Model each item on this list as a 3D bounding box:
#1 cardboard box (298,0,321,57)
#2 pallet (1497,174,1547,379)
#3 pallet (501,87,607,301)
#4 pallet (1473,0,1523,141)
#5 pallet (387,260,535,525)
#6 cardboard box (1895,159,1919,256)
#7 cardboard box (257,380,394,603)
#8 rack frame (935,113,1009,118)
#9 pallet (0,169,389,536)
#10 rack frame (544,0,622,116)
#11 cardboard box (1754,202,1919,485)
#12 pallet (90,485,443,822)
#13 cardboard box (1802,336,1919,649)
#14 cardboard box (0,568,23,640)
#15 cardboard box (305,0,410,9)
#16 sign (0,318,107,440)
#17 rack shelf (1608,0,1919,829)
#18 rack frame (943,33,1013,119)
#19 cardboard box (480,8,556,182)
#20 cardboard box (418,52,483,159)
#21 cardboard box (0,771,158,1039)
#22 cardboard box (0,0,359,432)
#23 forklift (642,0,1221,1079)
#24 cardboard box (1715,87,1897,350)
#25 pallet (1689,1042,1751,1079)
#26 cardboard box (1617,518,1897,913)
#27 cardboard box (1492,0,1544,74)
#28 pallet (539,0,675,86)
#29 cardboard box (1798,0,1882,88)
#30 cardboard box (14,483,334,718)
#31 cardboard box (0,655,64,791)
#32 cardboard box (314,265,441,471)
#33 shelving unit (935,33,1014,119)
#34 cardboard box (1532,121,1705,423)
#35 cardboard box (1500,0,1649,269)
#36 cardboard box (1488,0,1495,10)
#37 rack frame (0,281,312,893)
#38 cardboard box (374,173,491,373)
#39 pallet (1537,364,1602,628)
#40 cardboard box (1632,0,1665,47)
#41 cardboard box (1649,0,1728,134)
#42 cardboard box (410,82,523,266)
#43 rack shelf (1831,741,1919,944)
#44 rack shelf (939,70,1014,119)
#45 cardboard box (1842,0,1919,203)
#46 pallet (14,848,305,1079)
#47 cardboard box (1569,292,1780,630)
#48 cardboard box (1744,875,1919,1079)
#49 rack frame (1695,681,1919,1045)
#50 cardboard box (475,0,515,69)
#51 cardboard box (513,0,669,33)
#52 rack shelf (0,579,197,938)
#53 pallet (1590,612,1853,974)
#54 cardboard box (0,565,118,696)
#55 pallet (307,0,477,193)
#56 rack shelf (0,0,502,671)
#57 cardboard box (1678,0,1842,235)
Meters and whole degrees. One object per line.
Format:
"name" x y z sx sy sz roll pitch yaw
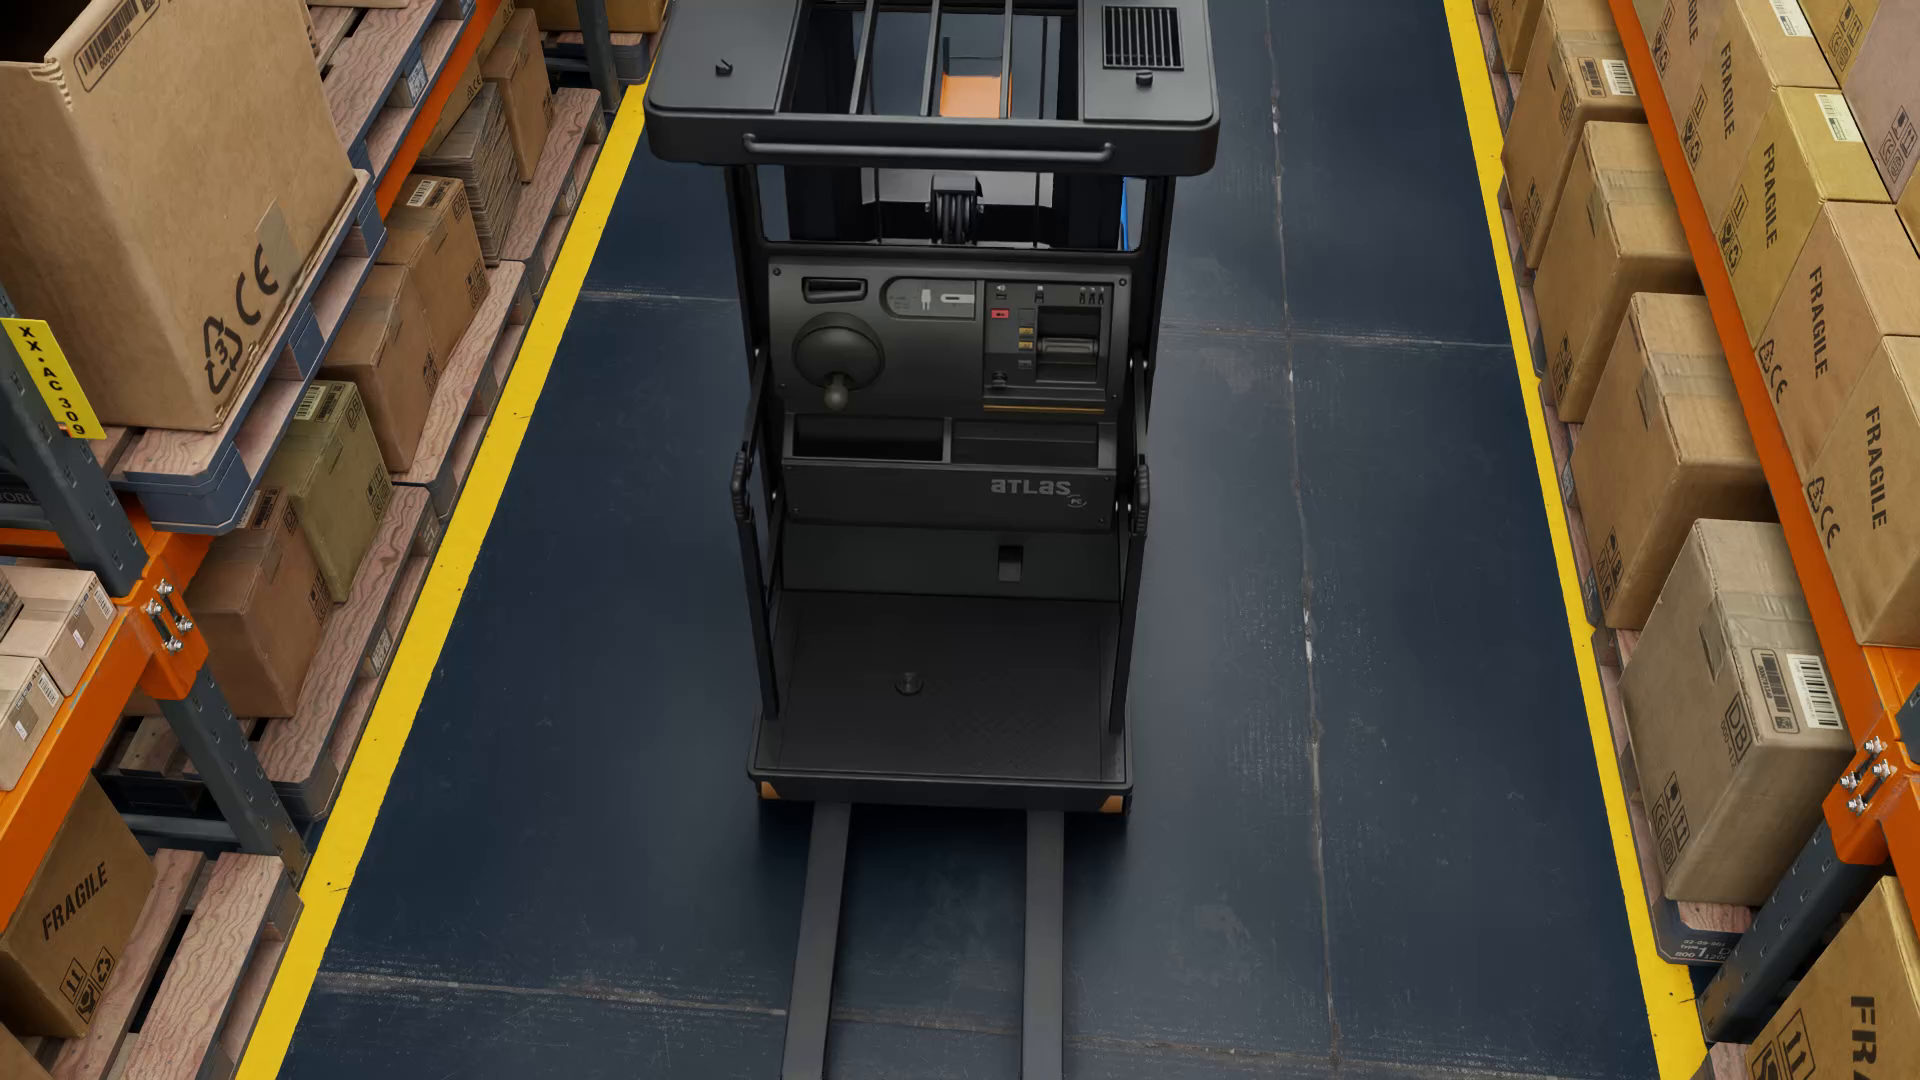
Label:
"cardboard box" -2.345 -1.524 4.757 0.797 0.503 0.637 8 48 8
"pallet" 2.736 -1.084 6.598 1.003 0.211 1.213 4 48 4
"pallet" -2.119 -1.492 6.971 1.003 0.211 1.213 4 48 4
"pallet" 2.956 -2.232 7.649 1.003 0.211 1.213 4 48 4
"pallet" -2.233 -0.598 6.154 1.003 0.211 1.213 4 48 4
"cardboard box" 2.603 -0.774 3.680 0.700 0.500 0.500 3 48 3
"cardboard box" -2.272 -0.171 5.270 0.700 0.500 0.500 4 48 3
"rack frame" 0.039 -0.967 5.822 0.240 1.200 0.015 2 48 2
"pallet" -2.197 -0.555 4.355 1.003 0.211 1.213 4 48 4
"rack frame" -2.047 -3.007 6.467 1.000 3.000 0.127 4 48 4
"cardboard box" 2.346 -0.466 4.076 0.500 0.500 0.500 3 48 3
"pallet" -2.342 0.301 5.331 1.003 0.211 1.213 4 48 4
"cardboard box" 2.300 -0.095 3.736 0.500 0.500 0.500 4 48 3
"cardboard box" -2.514 0.125 3.334 0.875 0.500 0.500 4 48 4
"cardboard box" -1.930 -1.860 5.225 0.396 0.266 0.258 3 48 2
"sign" -1.870 -0.329 3.431 0.100 0.325 0.005 4 48 4
"rack shelf" 2.701 -0.887 5.016 1.077 0.370 4.000 4 48 4
"rack frame" 0.062 -1.327 6.151 0.240 1.200 0.015 2 48 2
"cardboard box" -2.088 -1.818 6.776 0.700 0.500 0.500 2 48 1
"cardboard box" -2.116 -1.680 6.142 0.500 0.250 0.500 9 48 8
"cardboard box" -2.488 0.925 4.280 0.500 0.500 0.500 3 48 2
"cardboard box" -2.199 -0.986 3.928 1.000 1.000 1.000 4 48 4
"forklift" -0.036 -0.424 4.152 1.130 2.935 3.031 2 48 2
"cardboard box" 2.392 -0.838 4.416 0.500 0.500 0.500 4 48 4
"pallet" 2.372 1.835 3.929 1.003 0.211 1.213 4 48 4
"cardboard box" 2.486 0.496 4.504 1.050 0.750 0.750 4 48 3
"cardboard box" 2.683 -2.398 7.320 0.500 0.500 0.500 4 48 3
"pallet" -1.900 -2.640 8.022 1.003 0.211 1.213 4 48 4
"cardboard box" 2.697 -1.517 4.359 0.700 0.500 0.500 3 48 3
"cardboard box" -2.334 0.178 4.950 0.700 0.500 0.500 1 48 1
"cardboard box" -2.170 0.378 3.542 0.380 0.149 0.250 4 48 4
"cardboard box" -2.221 -0.583 5.646 0.700 0.500 0.500 0 48 0
"shelving unit" 0.050 -1.147 5.986 0.258 1.200 0.503 2 48 2
"cardboard box" 2.662 -0.898 5.778 1.050 0.750 0.750 5 48 4
"cardboard box" 2.738 -1.540 6.366 1.050 0.750 0.750 3 48 3
"cardboard box" 2.734 -2.780 7.669 0.500 0.500 0.500 6 48 5
"rack frame" -2.411 -0.068 3.779 1.000 3.000 0.127 4 48 4
"cardboard box" -2.171 -0.993 6.021 0.700 0.500 0.500 7 48 7
"pallet" 2.623 -0.190 5.780 1.003 0.211 1.213 4 48 4
"cardboard box" 2.530 -1.947 5.431 0.500 0.500 0.500 3 48 3
"cardboard box" 2.484 -1.577 5.092 0.500 0.500 0.500 4 48 3
"cardboard box" -2.126 -1.410 6.402 0.700 0.500 0.500 0 48 0
"rack shelf" 2.337 2.053 2.327 1.077 0.370 4.000 4 48 4
"rack shelf" 0.050 -1.412 5.696 0.258 0.148 0.480 2 48 2
"cardboard box" 2.650 -1.146 4.020 0.700 0.500 0.500 4 48 4
"pallet" -2.437 1.369 4.355 1.003 0.211 1.213 4 48 4
"cardboard box" 2.578 -0.213 5.152 1.050 0.750 0.750 4 48 4
"cardboard box" 2.392 1.373 3.617 0.875 0.875 0.875 5 48 4
"rack frame" 2.519 0.340 3.406 1.000 3.000 0.127 4 48 4
"cardboard box" -2.078 -2.071 6.499 0.500 0.250 0.500 6 48 5
"cardboard box" -1.963 -2.937 7.559 1.225 0.875 0.875 2 48 2
"rack shelf" -2.594 1.645 2.700 1.077 0.370 4.000 4 48 4
"pallet" 2.514 0.709 4.958 1.003 0.211 1.213 4 48 4
"cardboard box" -2.138 0.195 3.709 0.380 0.149 0.250 4 48 4
"pallet" -2.186 -1.485 5.205 1.003 0.211 1.213 4 48 4
"rack shelf" -2.229 -1.295 5.389 1.077 0.370 4.000 4 48 4
"cardboard box" 2.436 -1.211 4.757 0.500 0.500 0.500 3 48 3
